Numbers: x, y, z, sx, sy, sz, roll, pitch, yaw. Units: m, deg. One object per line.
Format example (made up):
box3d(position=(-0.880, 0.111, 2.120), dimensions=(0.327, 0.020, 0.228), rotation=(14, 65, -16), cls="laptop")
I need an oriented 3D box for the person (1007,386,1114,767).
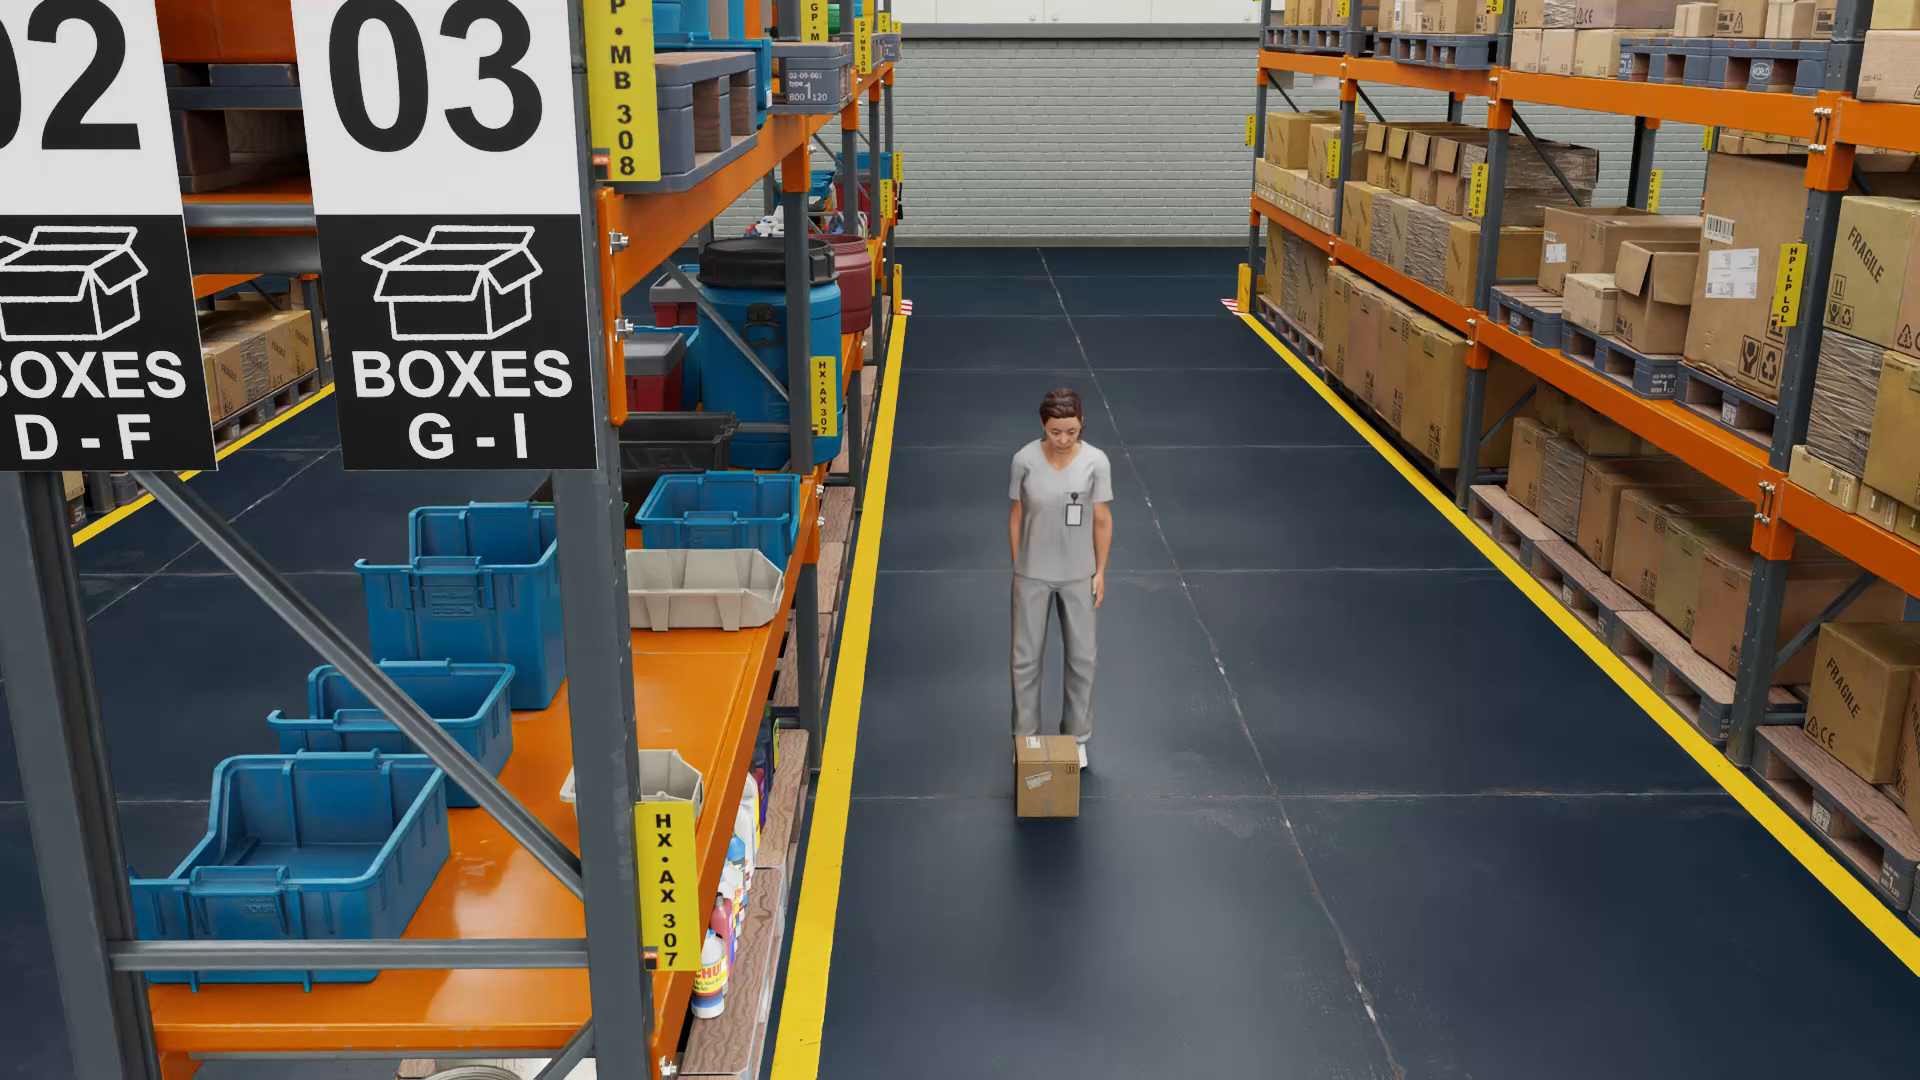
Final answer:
box3d(position=(0.422, 0.154, 7.081), dimensions=(0.447, 1.665, 0.354), rotation=(2, 17, 5), cls="person")
